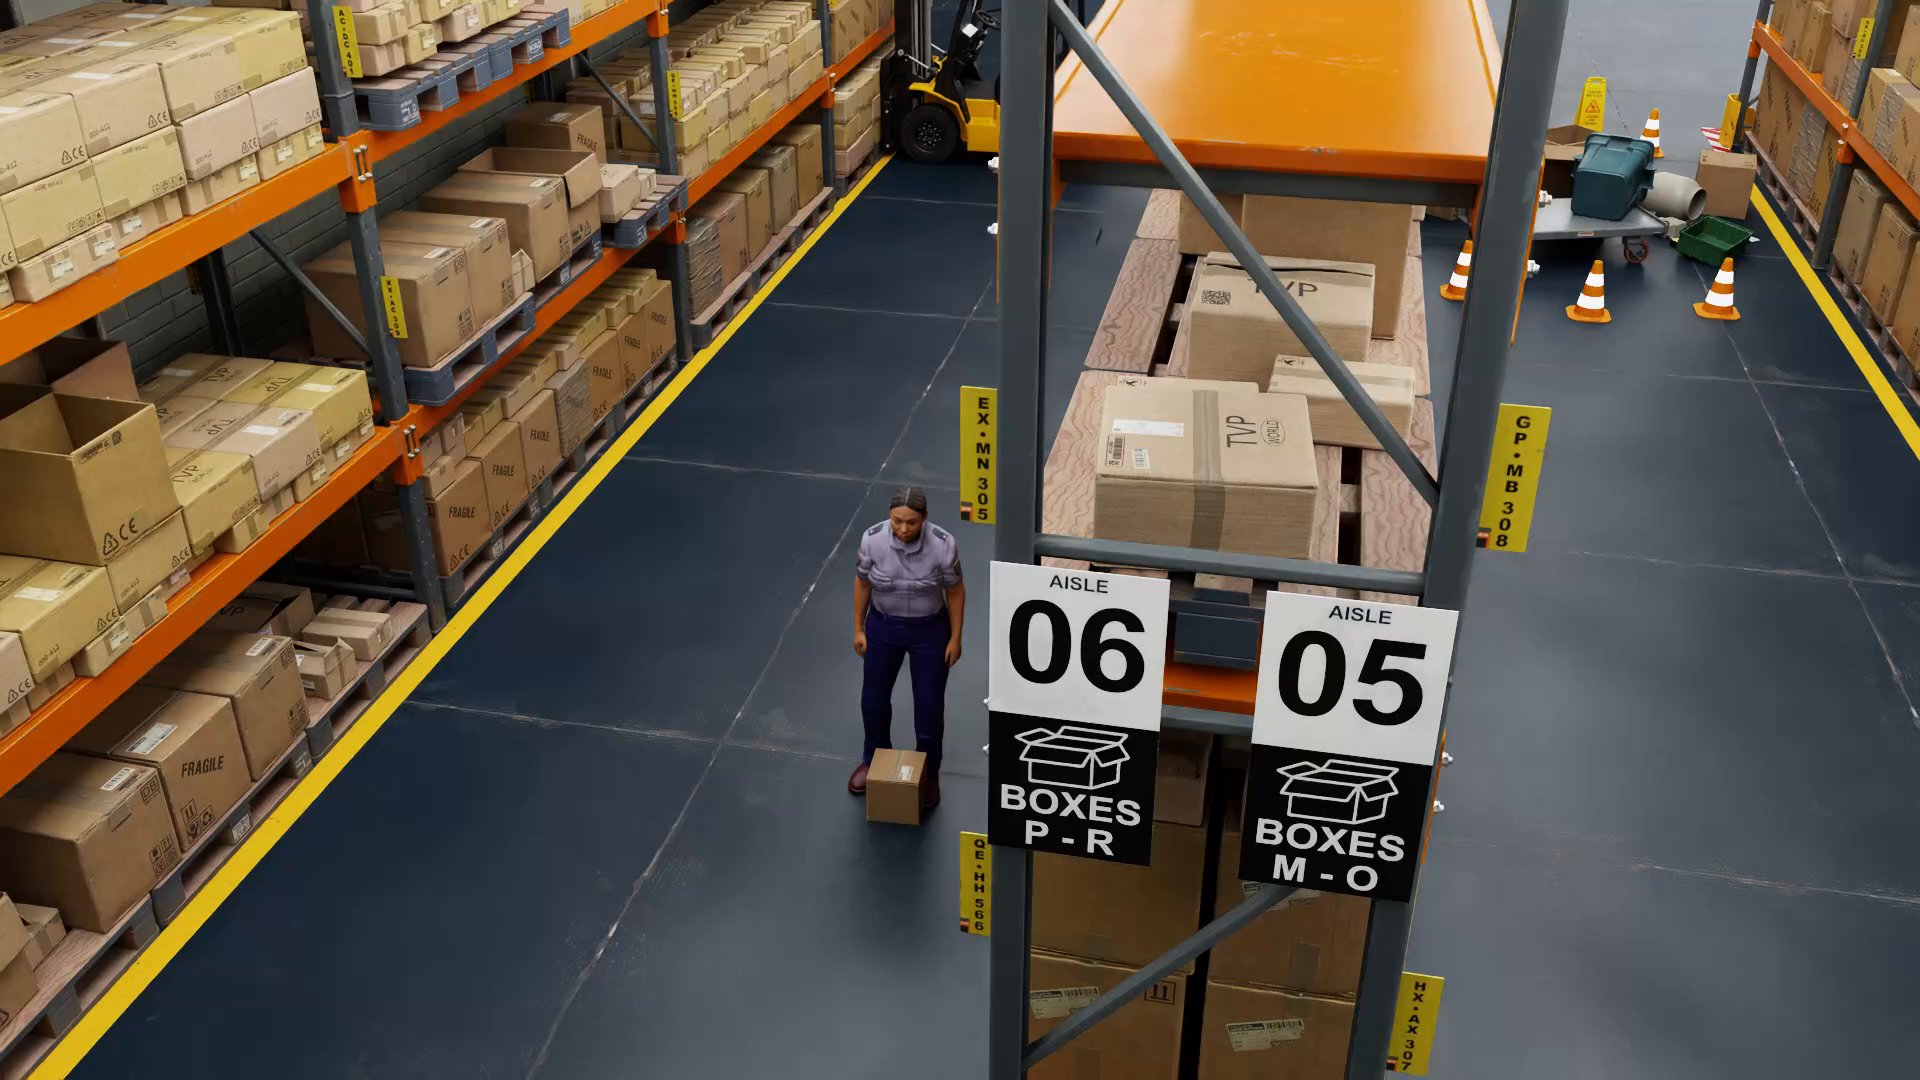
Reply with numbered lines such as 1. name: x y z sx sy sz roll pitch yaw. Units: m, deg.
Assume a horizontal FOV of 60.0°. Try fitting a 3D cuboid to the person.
1. person: -0.261 0.466 7.780 0.553 1.650 0.425 4 29 8
